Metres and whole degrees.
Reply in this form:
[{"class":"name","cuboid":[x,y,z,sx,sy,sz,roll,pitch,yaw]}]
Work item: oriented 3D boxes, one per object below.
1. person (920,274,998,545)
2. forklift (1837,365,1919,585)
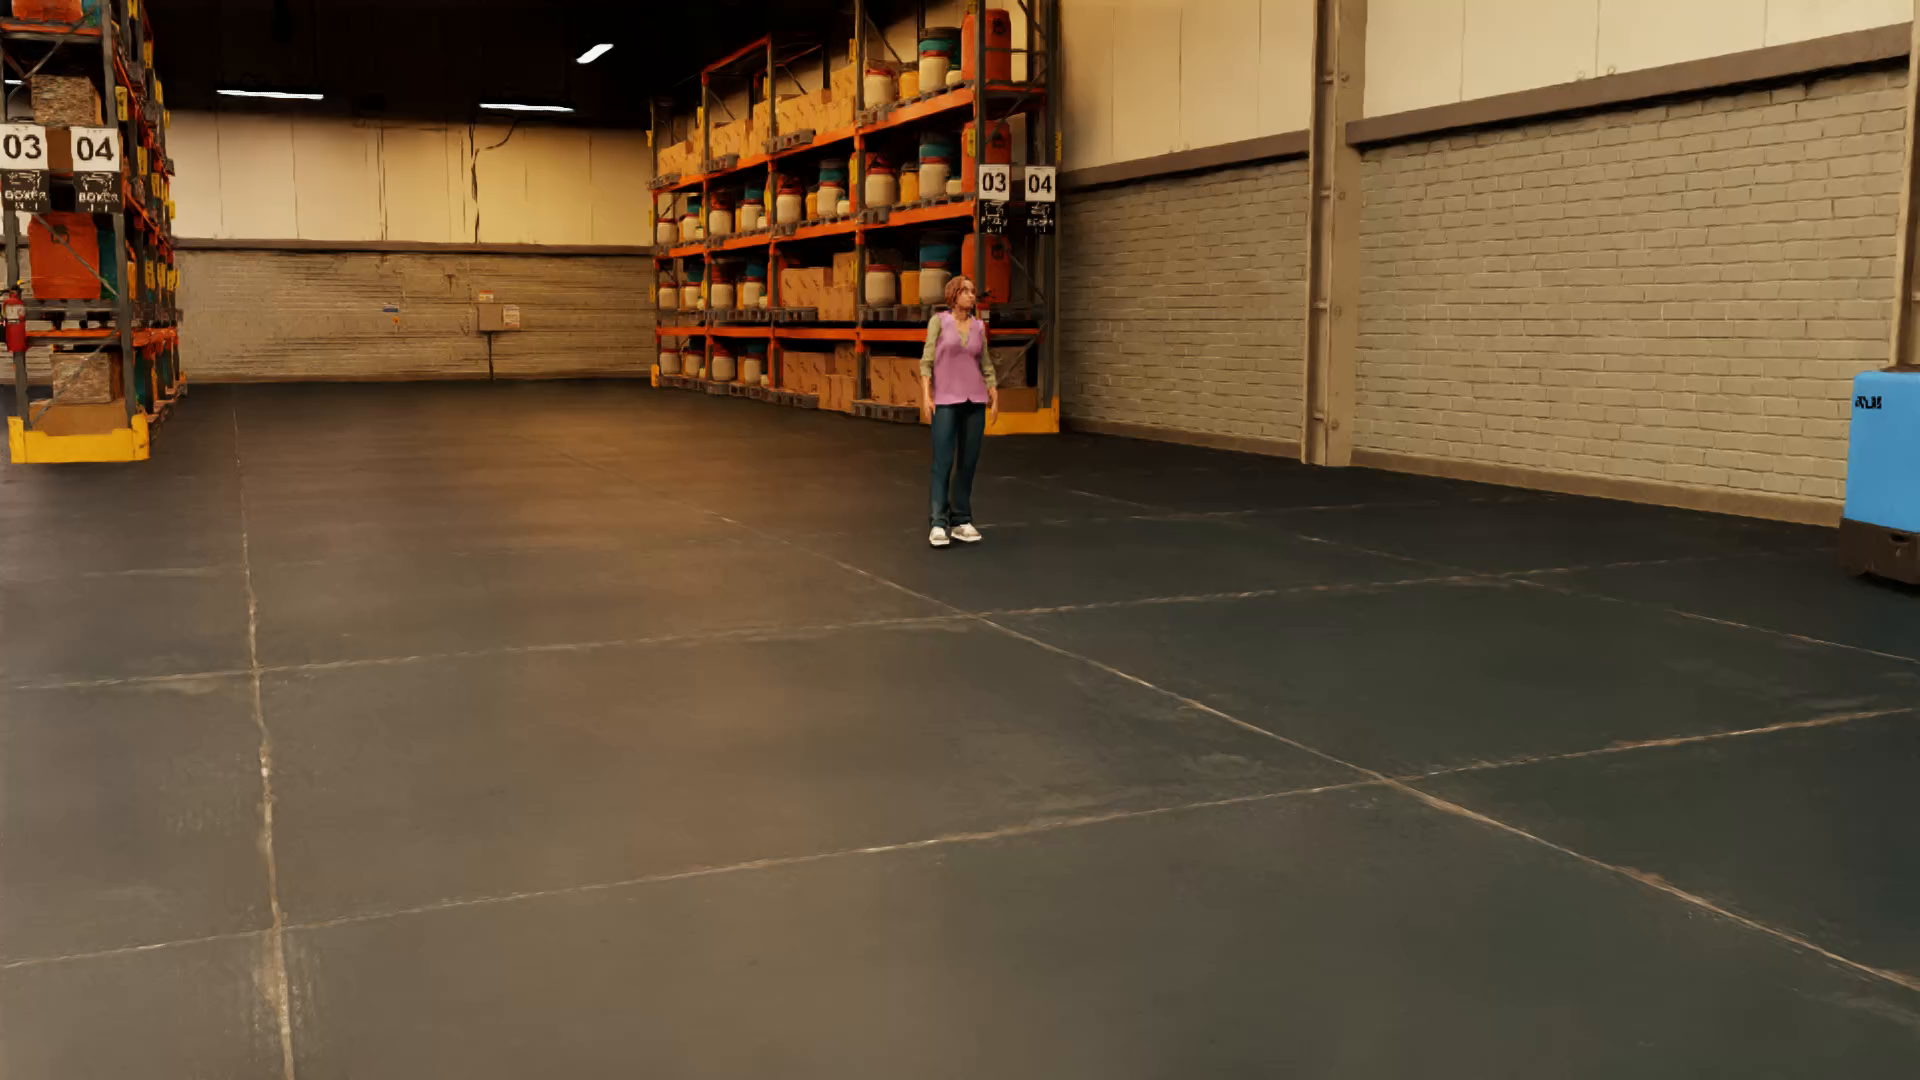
[{"class":"person","cuboid":[0.017,-0.789,9.976,0.520,1.597,0.474,-3,8,-23]},{"class":"forklift","cuboid":[5.185,-1.075,7.095,1.130,2.935,3.031,0,8,-4]}]
